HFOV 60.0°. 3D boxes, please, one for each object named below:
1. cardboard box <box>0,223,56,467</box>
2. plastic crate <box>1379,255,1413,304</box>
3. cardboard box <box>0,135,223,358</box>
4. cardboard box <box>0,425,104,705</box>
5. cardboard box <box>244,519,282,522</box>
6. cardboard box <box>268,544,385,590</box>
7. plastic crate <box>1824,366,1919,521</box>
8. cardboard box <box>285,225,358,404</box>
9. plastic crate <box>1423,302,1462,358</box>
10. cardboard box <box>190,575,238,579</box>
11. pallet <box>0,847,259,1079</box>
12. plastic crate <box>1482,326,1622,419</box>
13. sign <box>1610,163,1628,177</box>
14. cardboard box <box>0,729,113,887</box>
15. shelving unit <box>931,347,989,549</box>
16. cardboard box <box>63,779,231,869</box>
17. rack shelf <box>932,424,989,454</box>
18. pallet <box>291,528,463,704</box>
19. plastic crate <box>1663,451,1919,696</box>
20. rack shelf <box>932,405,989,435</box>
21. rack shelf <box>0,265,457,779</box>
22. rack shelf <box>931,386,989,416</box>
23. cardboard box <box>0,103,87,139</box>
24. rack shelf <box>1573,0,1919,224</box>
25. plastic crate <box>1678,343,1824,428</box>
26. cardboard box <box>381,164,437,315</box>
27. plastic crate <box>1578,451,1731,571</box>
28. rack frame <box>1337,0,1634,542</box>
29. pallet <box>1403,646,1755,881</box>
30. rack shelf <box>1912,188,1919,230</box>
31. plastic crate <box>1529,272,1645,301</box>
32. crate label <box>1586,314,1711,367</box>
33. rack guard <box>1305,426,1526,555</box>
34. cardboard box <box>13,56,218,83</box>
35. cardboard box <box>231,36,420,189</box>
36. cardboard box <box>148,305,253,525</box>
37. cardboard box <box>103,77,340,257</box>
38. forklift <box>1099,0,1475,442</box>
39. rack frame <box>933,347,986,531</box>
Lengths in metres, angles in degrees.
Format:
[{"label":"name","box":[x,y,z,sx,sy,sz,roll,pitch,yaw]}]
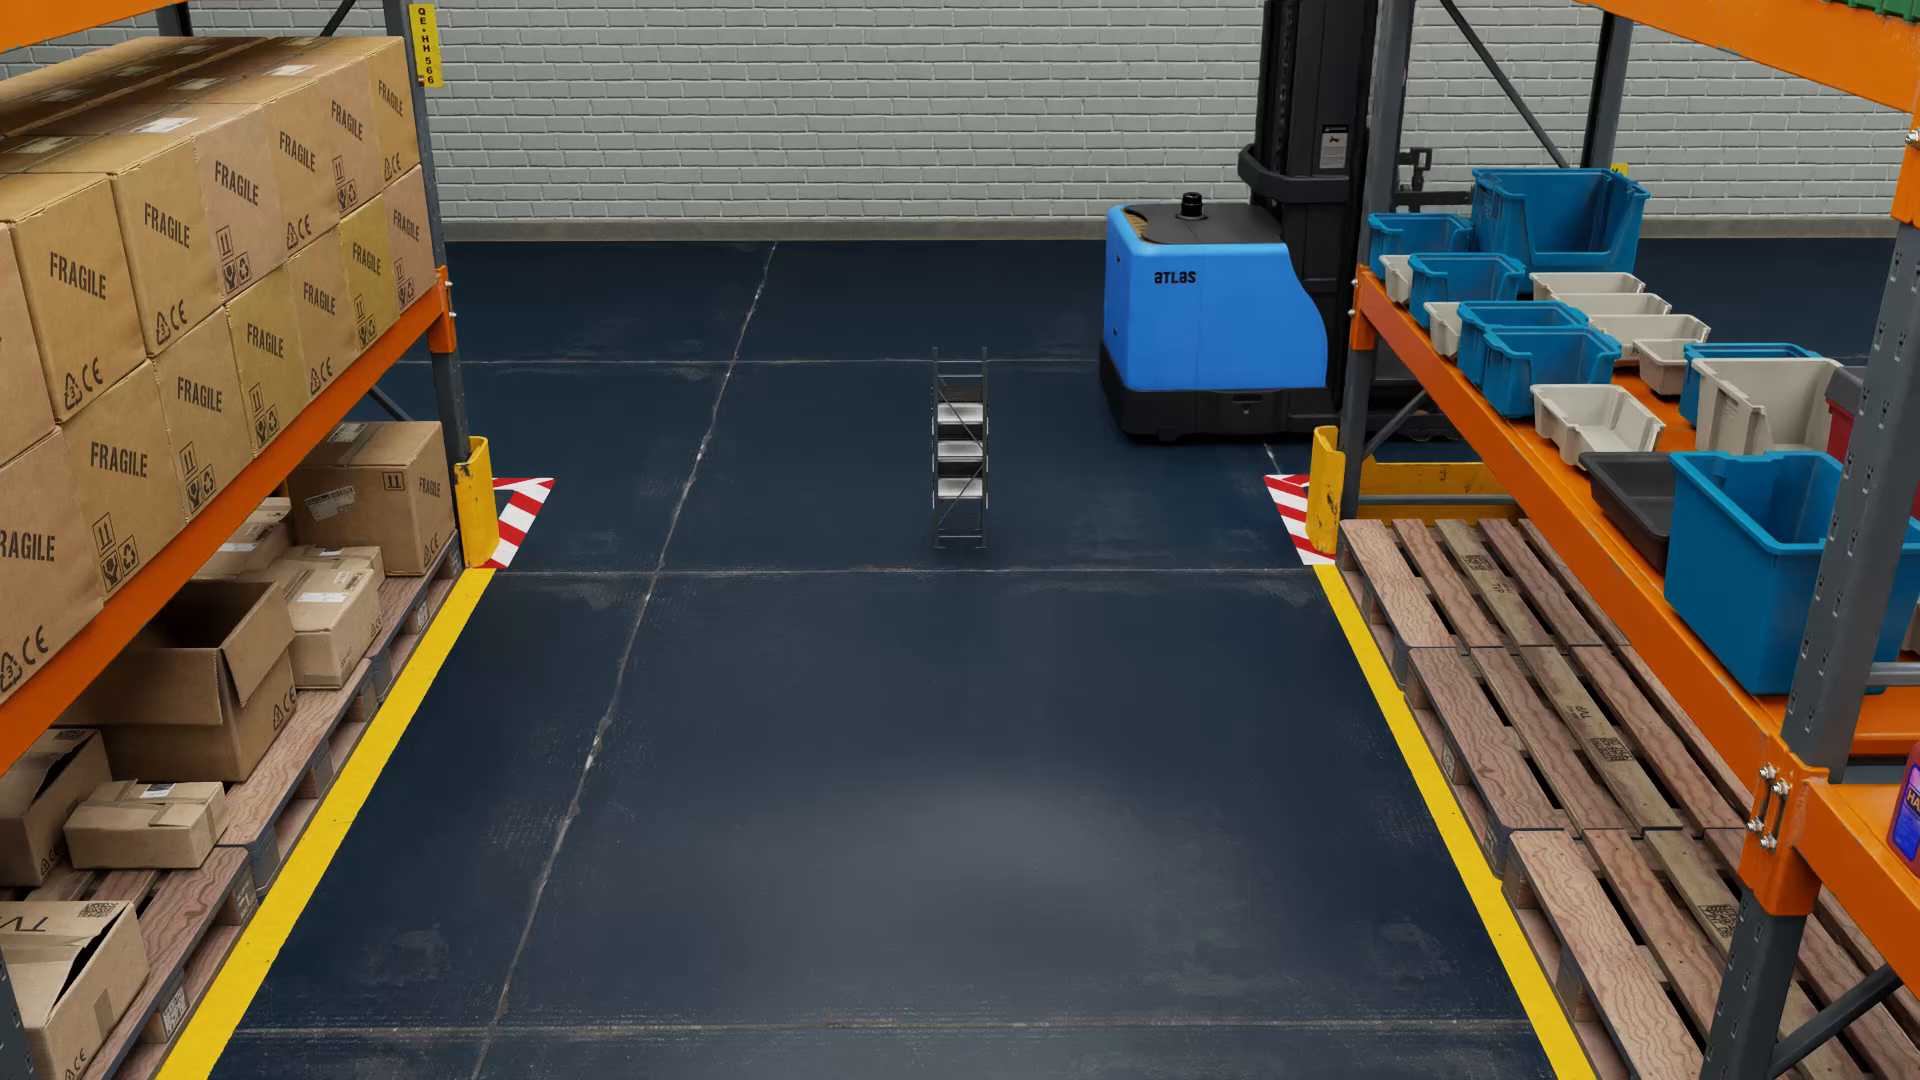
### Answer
[{"label":"cardboard box","box":[-2.404,-0.390,3.637,0.500,0.500,0.500,0,24,1]},{"label":"plastic crate","box":[1.824,-1.034,6.643,0.250,0.136,0.298,0,24,-1]},{"label":"cardboard box","box":[-2.415,-0.814,4.576,0.500,0.500,0.500,-1,24,-2]},{"label":"cardboard box","box":[-2.413,0.050,3.878,0.500,0.500,0.500,0,24,1]},{"label":"cardboard box","box":[-3.060,0.026,6.957,0.380,0.166,0.250,0,24,-1]},{"label":"cardboard box","box":[-2.557,0.139,6.707,0.380,0.166,0.250,0,24,-1]},{"label":"plastic crate","box":[2.514,-0.140,4.268,0.402,0.464,0.583,0,24,-1]},{"label":"cardboard box","box":[-2.438,-0.784,5.723,0.500,0.500,0.500,0,24,0]},{"label":"plastic crate","box":[1.831,-0.754,6.025,0.250,0.136,0.298,0,24,-1]},{"label":"cardboard box","box":[-2.991,0.348,6.143,0.500,0.250,0.500,0,24,-1]},{"label":"pallet","box":[-2.687,1.294,4.632,1.003,0.211,1.213,0,24,-1]},{"label":"plastic crate","box":[1.921,-0.544,5.443,0.416,0.233,0.300,0,24,-1]},{"label":"sign","box":[2.779,-1.446,7.109,0.100,0.325,0.005,0,24,-1]},{"label":"cardboard box","box":[-2.978,0.789,5.095,0.500,0.311,0.500,0,24,-1]},{"label":"shelving unit","box":[0.000,-0.413,7.572,0.258,0.900,0.210,0,24,-1]},{"label":"cardboard box","box":[-2.488,0.867,5.098,0.380,0.166,0.250,0,24,-1]},{"label":"rack shelf","box":[0.000,-0.465,7.549,0.258,0.077,0.200,0,24,-1]},{"label":"pallet","box":[-2.713,0.289,6.855,1.003,0.211,1.213,0,24,-1]},{"label":"plastic crate","box":[1.927,0.075,3.890,0.392,0.384,0.575,0,24,-1]},{"label":"rack shelf","box":[0.000,-0.547,7.512,0.258,0.077,0.200,0,24,-1]},{"label":"rack shelf","box":[-2.702,-0.190,5.402,1.077,0.370,4.000,0,24,-1]},{"label":"rack shelf","box":[0.000,-0.629,7.474,0.258,0.077,0.200,0,24,-1]},{"label":"cardboard box","box":[-2.962,-1.028,5.048,0.500,0.500,0.500,0,24,-1]},{"label":"rack shelf","box":[2.251,-1.577,4.830,1.077,0.370,4.000,0,24,-1]},{"label":"plastic crate","box":[2.508,-0.468,5.276,0.416,0.233,0.300,0,24,-1]},{"label":"cardboard box","box":[-2.447,-1.204,6.650,0.500,0.500,0.500,0,24,1]},{"label":"plastic crate","box":[1.992,-0.076,4.539,0.437,0.125,0.590,0,24,-1]},{"label":"rack frame","box":[2.229,-1.362,7.122,1.000,3.000,0.127,0,24,-1]},{"label":"pallet","box":[2.210,0.750,5.836,1.003,0.211,1.213,0,24,-1]},{"label":"rack shelf","box":[2.295,0.071,1.186,1.077,0.370,4.000,0,24,-1]},{"label":"plastic crate","box":[2.419,-0.934,6.423,0.396,0.136,0.243,0,24,-1]},{"label":"crate label","box":[2.436,-0.700,5.905,0.396,0.136,0.243,0,24,-1]},{"label":"rack guard","box":[2.216,-0.233,7.659,1.175,0.500,0.348,0,24,-1]},{"label":"cardboard box","box":[-2.969,-1.443,5.966,0.500,0.500,0.500,0,24,0]},{"label":"cardboard box","box":[-2.444,-1.660,6.447,0.500,0.500,0.500,0,24,-1]},{"label":"cardboard box","box":[-2.425,-0.367,4.801,0.500,0.500,0.500,0,24,-1]},{"label":"cardboard box","box":[-2.427,-1.239,5.514,0.500,0.500,0.500,0,24,1]},{"label":"forklift","box":[2.348,-2.080,8.793,3.031,2.935,1.130,-1,24,-3]},{"label":"rack frame","box":[-0.001,-0.455,7.665,0.240,0.900,0.006,0,24,-1]}]
